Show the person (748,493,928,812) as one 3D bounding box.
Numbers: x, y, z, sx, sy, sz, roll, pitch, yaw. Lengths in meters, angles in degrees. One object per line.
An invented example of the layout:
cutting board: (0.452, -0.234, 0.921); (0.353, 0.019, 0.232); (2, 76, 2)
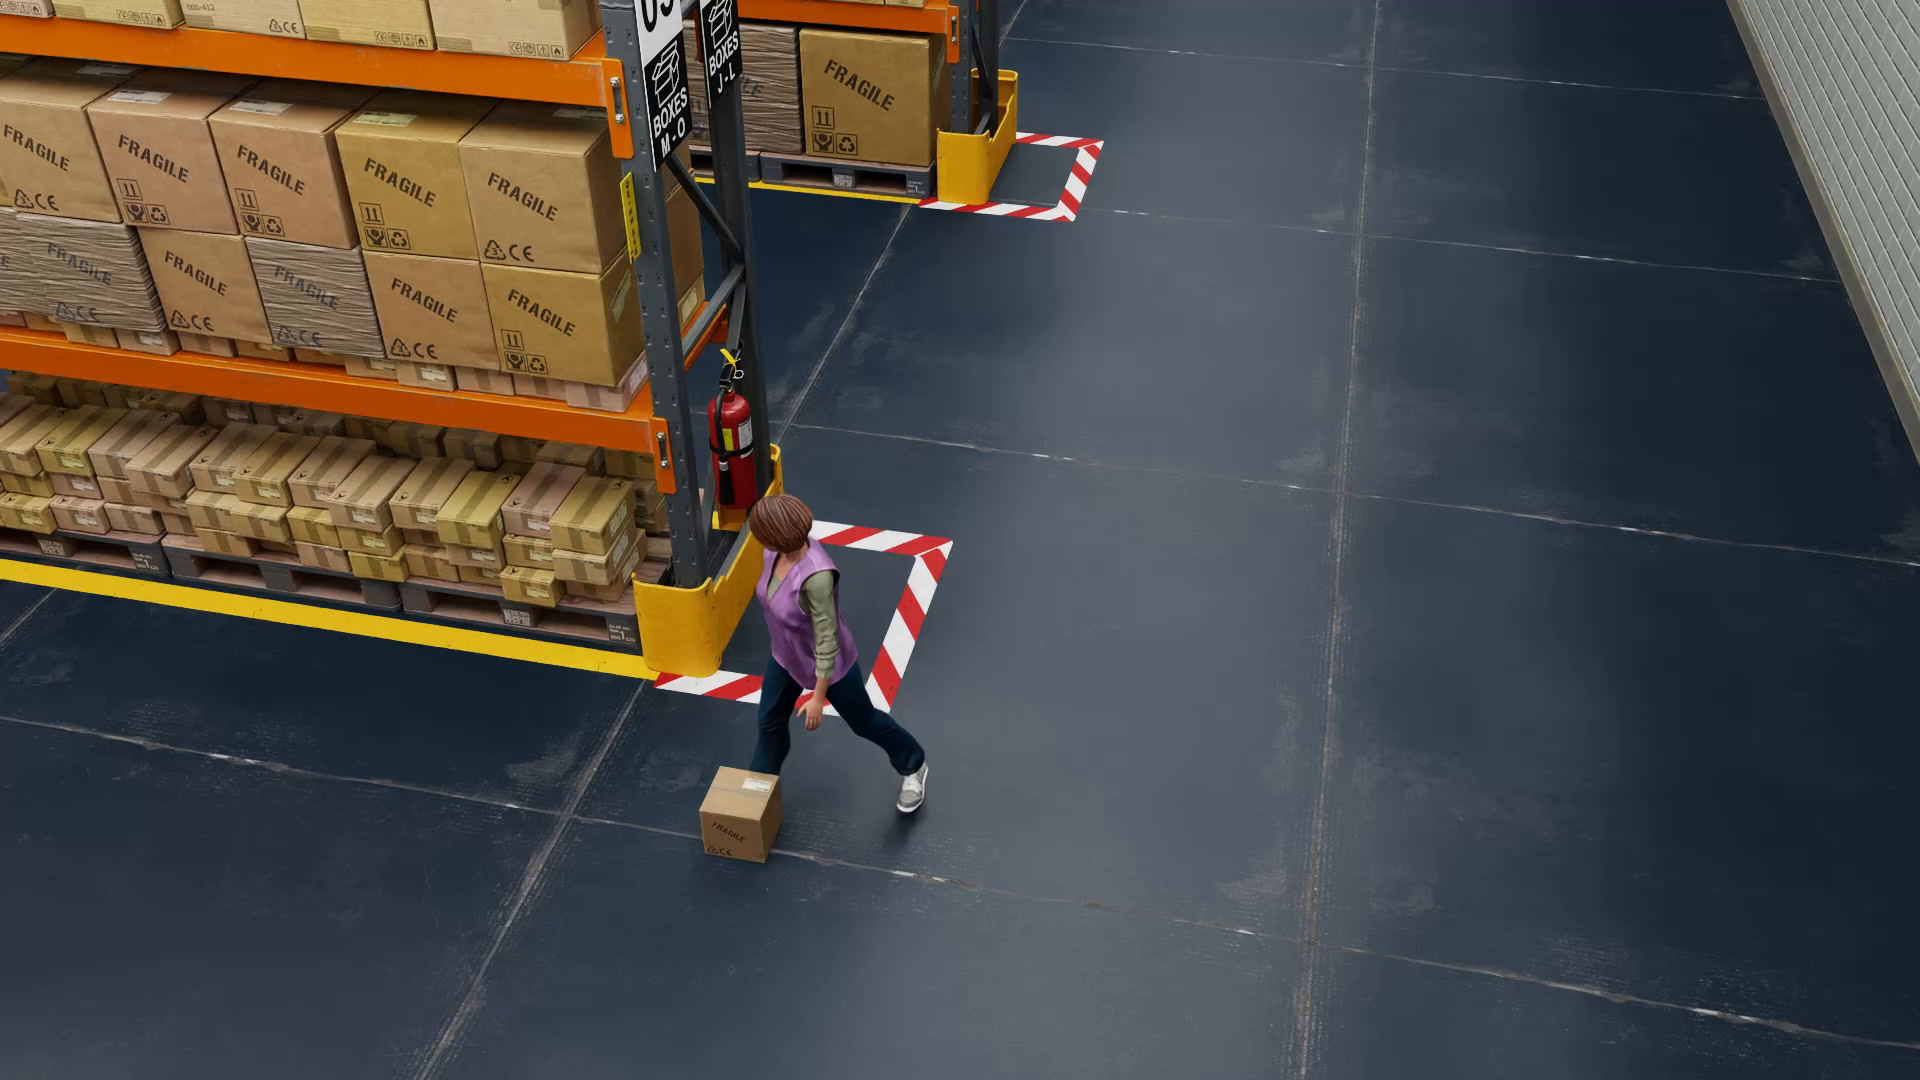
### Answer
person: (-0.549, 0.477, 6.345); (0.846, 1.546, 0.551); (-26, 44, -30)
